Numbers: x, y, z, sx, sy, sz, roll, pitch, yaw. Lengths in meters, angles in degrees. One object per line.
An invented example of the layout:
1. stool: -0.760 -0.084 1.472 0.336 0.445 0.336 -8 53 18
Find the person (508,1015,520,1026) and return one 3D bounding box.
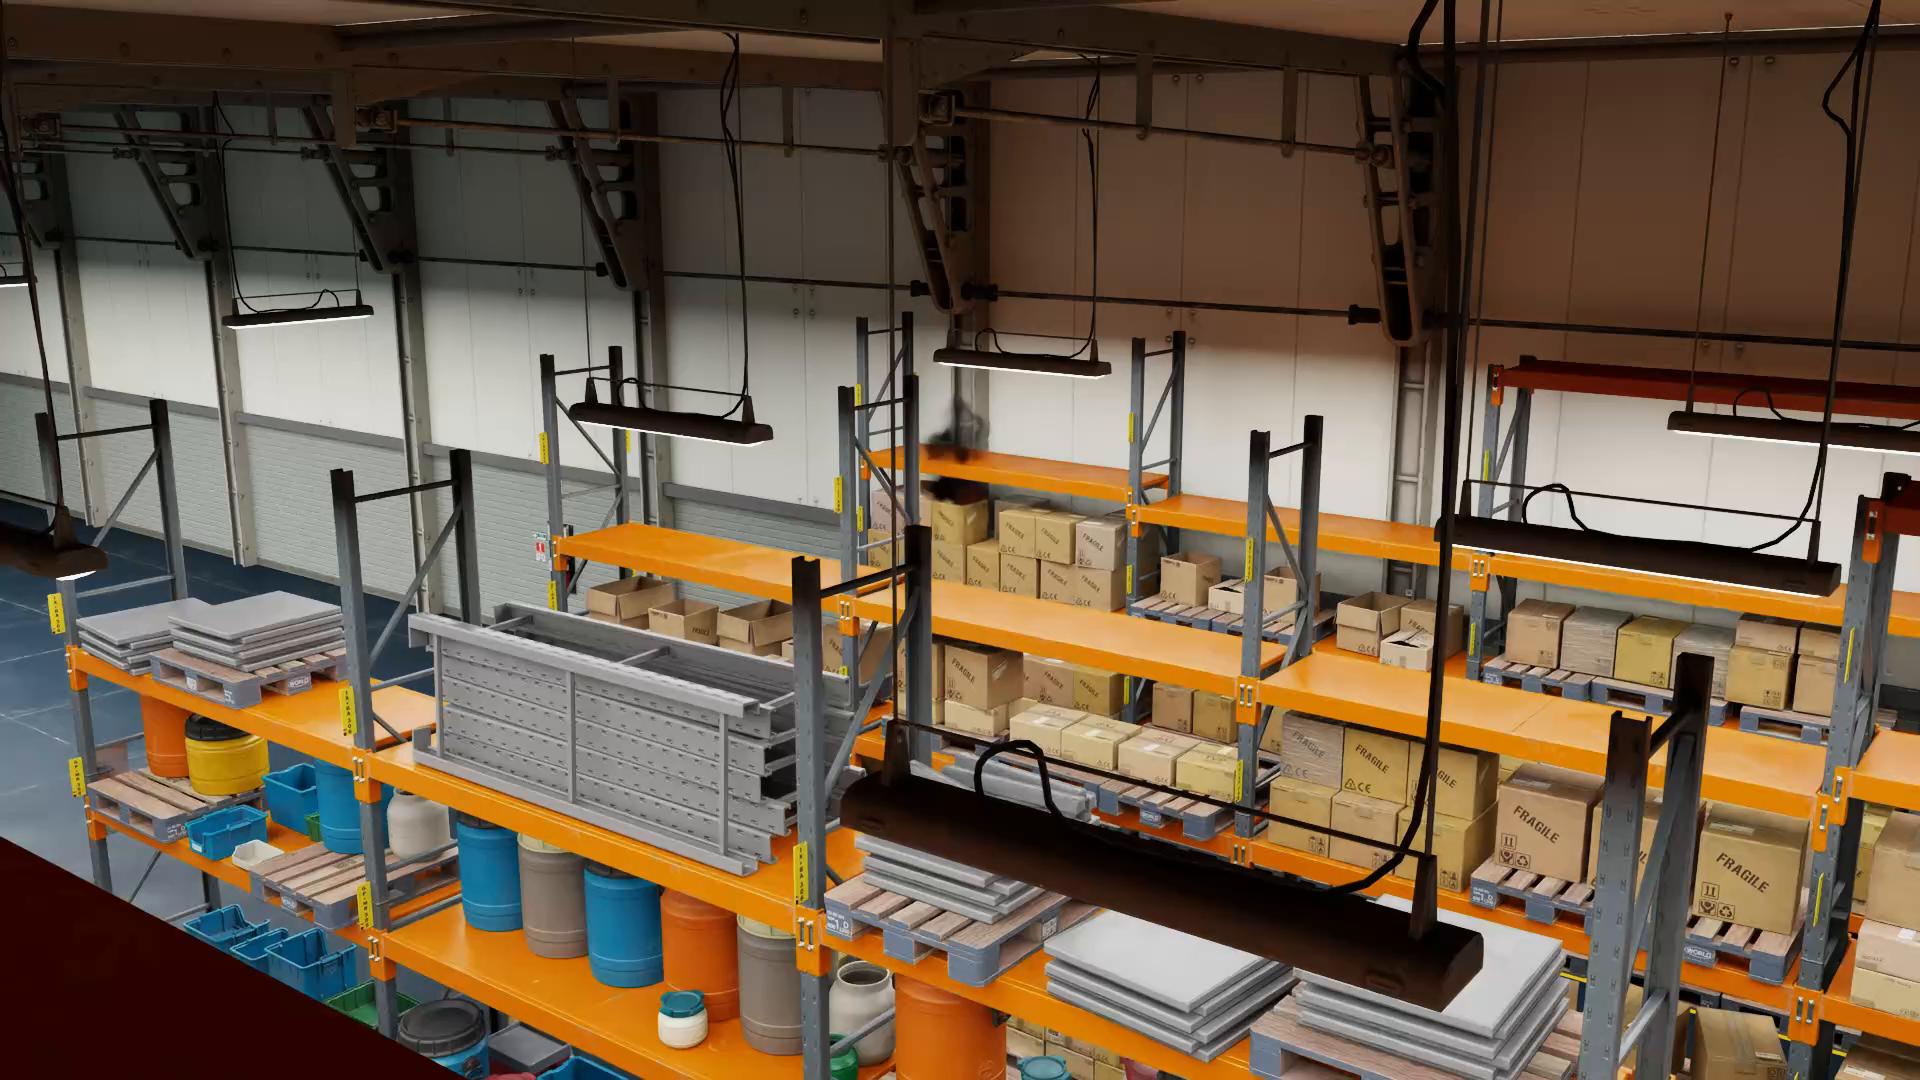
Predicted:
1. person: -3.804 3.938 14.434 0.628 1.746 0.722 8 15 31
